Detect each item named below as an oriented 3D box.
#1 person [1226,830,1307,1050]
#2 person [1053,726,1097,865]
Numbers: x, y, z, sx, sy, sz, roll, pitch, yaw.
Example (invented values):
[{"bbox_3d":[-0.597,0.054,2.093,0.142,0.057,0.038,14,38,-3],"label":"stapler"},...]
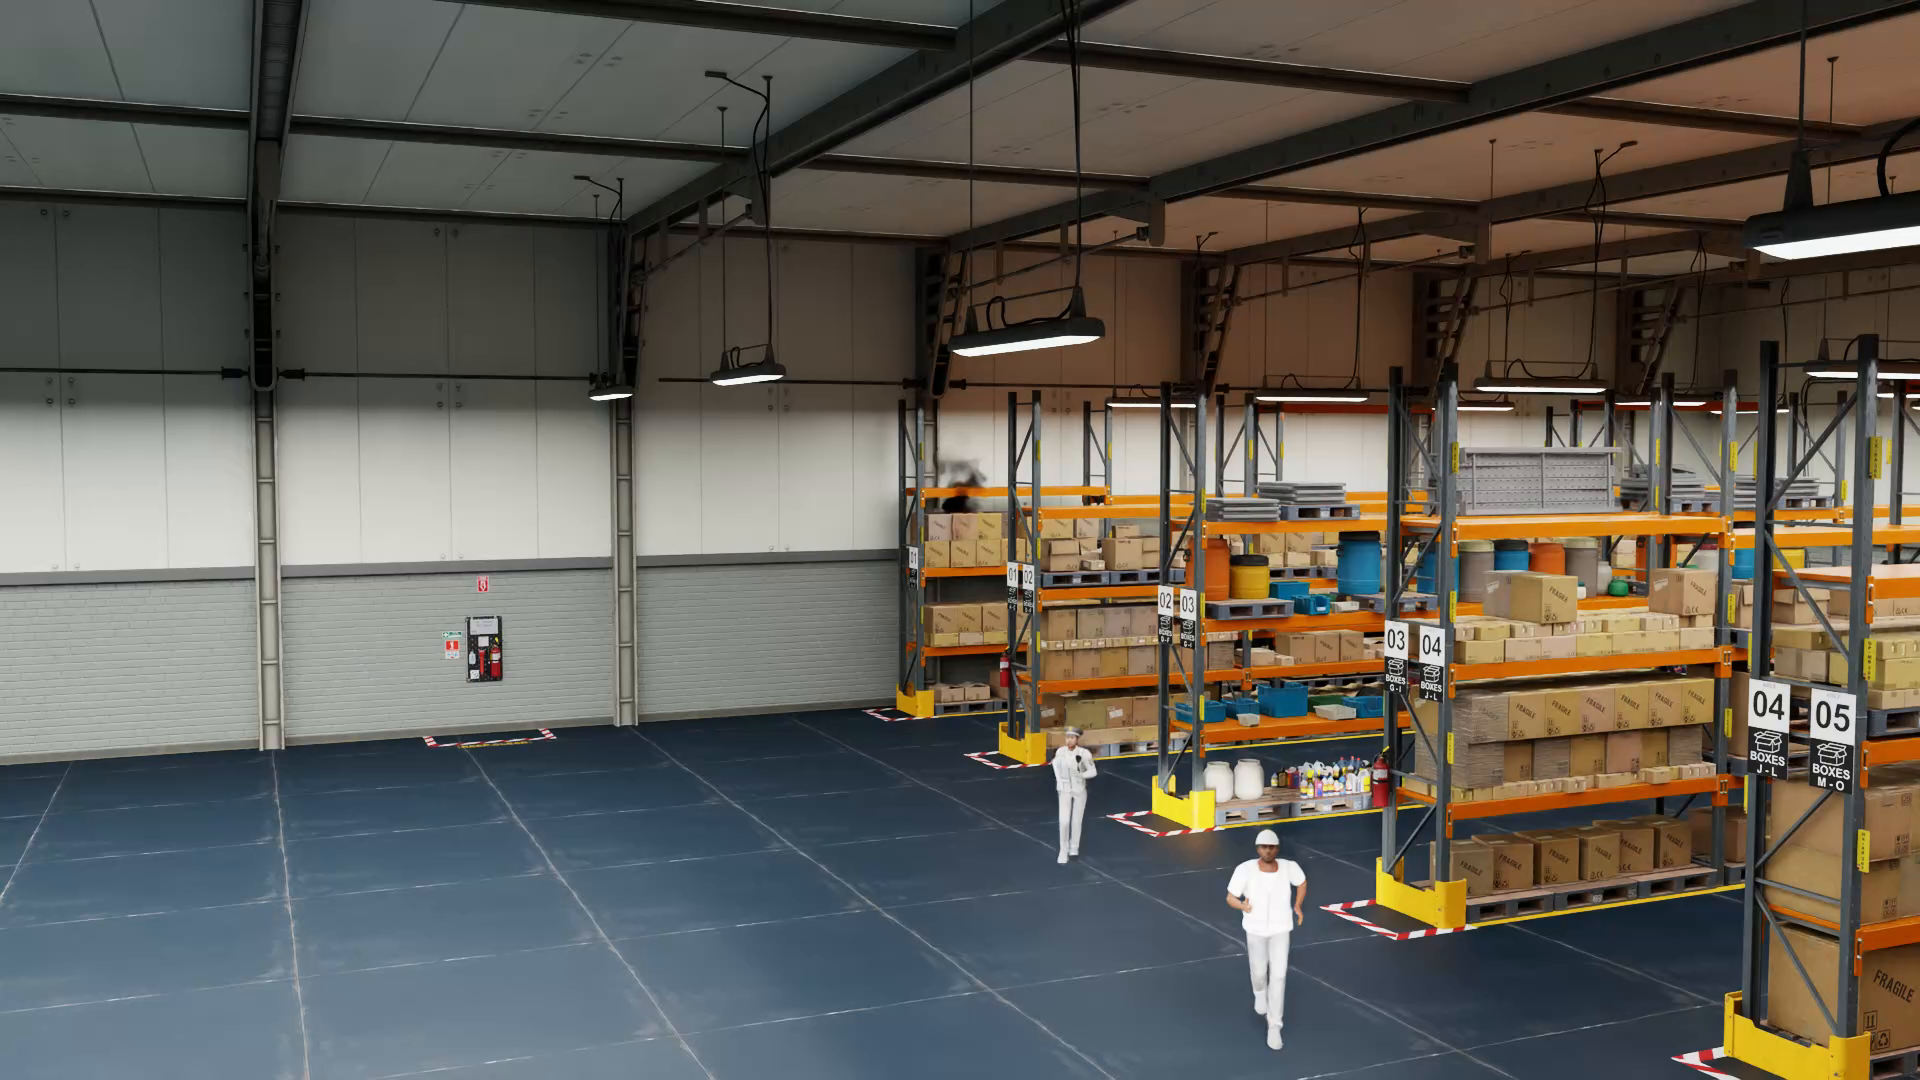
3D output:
[{"bbox_3d":[2.675,3.405,14.503,0.699,1.770,0.970,1,3,9],"label":"person"},{"bbox_3d":[1.396,3.136,20.456,0.580,1.736,0.693,1,3,11],"label":"person"}]
